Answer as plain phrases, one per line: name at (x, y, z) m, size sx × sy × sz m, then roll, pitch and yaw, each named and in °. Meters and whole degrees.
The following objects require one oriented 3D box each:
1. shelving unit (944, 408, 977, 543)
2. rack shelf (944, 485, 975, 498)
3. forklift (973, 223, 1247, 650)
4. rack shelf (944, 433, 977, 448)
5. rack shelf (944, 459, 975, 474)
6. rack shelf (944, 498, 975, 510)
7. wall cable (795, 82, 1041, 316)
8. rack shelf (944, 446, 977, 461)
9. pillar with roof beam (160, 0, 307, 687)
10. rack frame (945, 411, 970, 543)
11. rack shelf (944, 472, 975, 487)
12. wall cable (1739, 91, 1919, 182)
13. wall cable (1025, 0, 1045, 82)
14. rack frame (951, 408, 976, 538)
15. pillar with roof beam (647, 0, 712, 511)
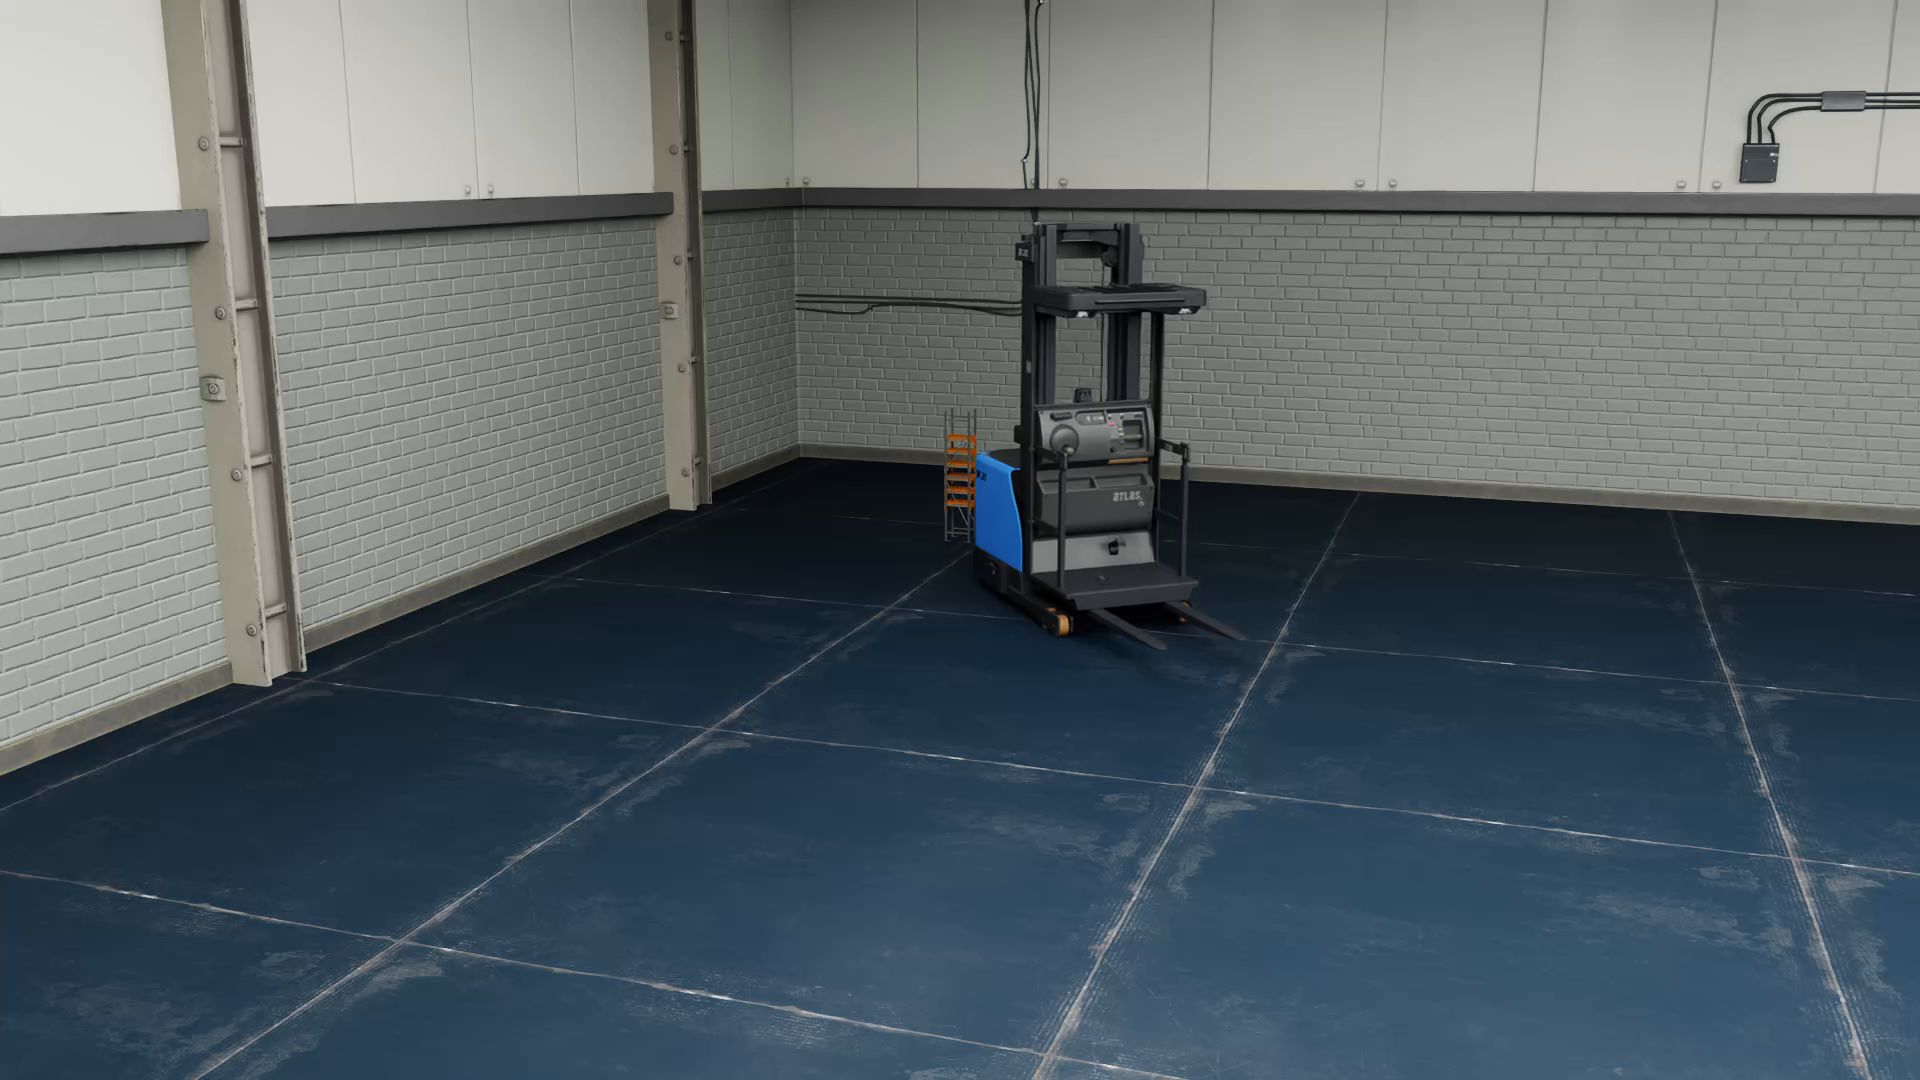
shelving unit at (0.005, -0.588, 15.130) m, size 0.258 × 1.200 × 0.189 m, roll 4°, pitch 14°, yaw 18°
rack shelf at (0.005, -0.428, 15.166) m, size 0.258 × 0.103 × 0.180 m, roll 4°, pitch 14°, yaw 18°
forklift at (1.103, -0.827, 12.286) m, size 1.130 × 2.935 × 3.031 m, roll -5°, pitch 14°, yaw -20°
rack shelf at (0.005, -0.896, 15.060) m, size 0.258 × 0.103 × 0.180 m, roll 4°, pitch 14°, yaw 18°
rack shelf at (0.005, -0.662, 15.113) m, size 0.258 × 0.103 × 0.180 m, roll 4°, pitch 14°, yaw 18°
rack shelf at (0.005, -0.311, 15.193) m, size 0.258 × 0.103 × 0.180 m, roll 4°, pitch 14°, yaw 18°
wall cable at (-0.520, -3.744, 18.407) m, size 3.097 × 2.526 × 0.112 m, roll 4°, pitch 14°, yaw 18°
rack shelf at (0.005, -0.779, 15.086) m, size 0.258 × 0.103 × 0.180 m, roll 4°, pitch 14°, yaw 18°
pillar with roof beam at (-0.592, -3.159, 8.868) m, size 9.100 × 9.000 × 0.400 m, roll 4°, pitch 14°, yaw 18°
rack frame at (-0.025, -0.569, 15.045) m, size 0.240 × 1.200 × 0.006 m, roll 4°, pitch 14°, yaw 18°
rack shelf at (0.005, -0.545, 15.140) m, size 0.258 × 0.103 × 0.180 m, roll 4°, pitch 14°, yaw 18°
wall cable at (8.458, -6.229, 14.674) m, size 2.305 × 6.003 × 0.169 m, roll 4°, pitch 14°, yaw 18°
wall cable at (2.040, -6.011, 16.991) m, size 3.097 × 2.526 × 0.112 m, roll 4°, pitch 14°, yaw 18°
rack frame at (0.034, -0.607, 15.214) m, size 0.240 × 1.200 × 0.006 m, roll 4°, pitch 14°, yaw 18°
pillar with roof beam at (1.349, -4.422, 14.403) m, size 9.100 × 9.000 × 0.400 m, roll 4°, pitch 14°, yaw 18°
